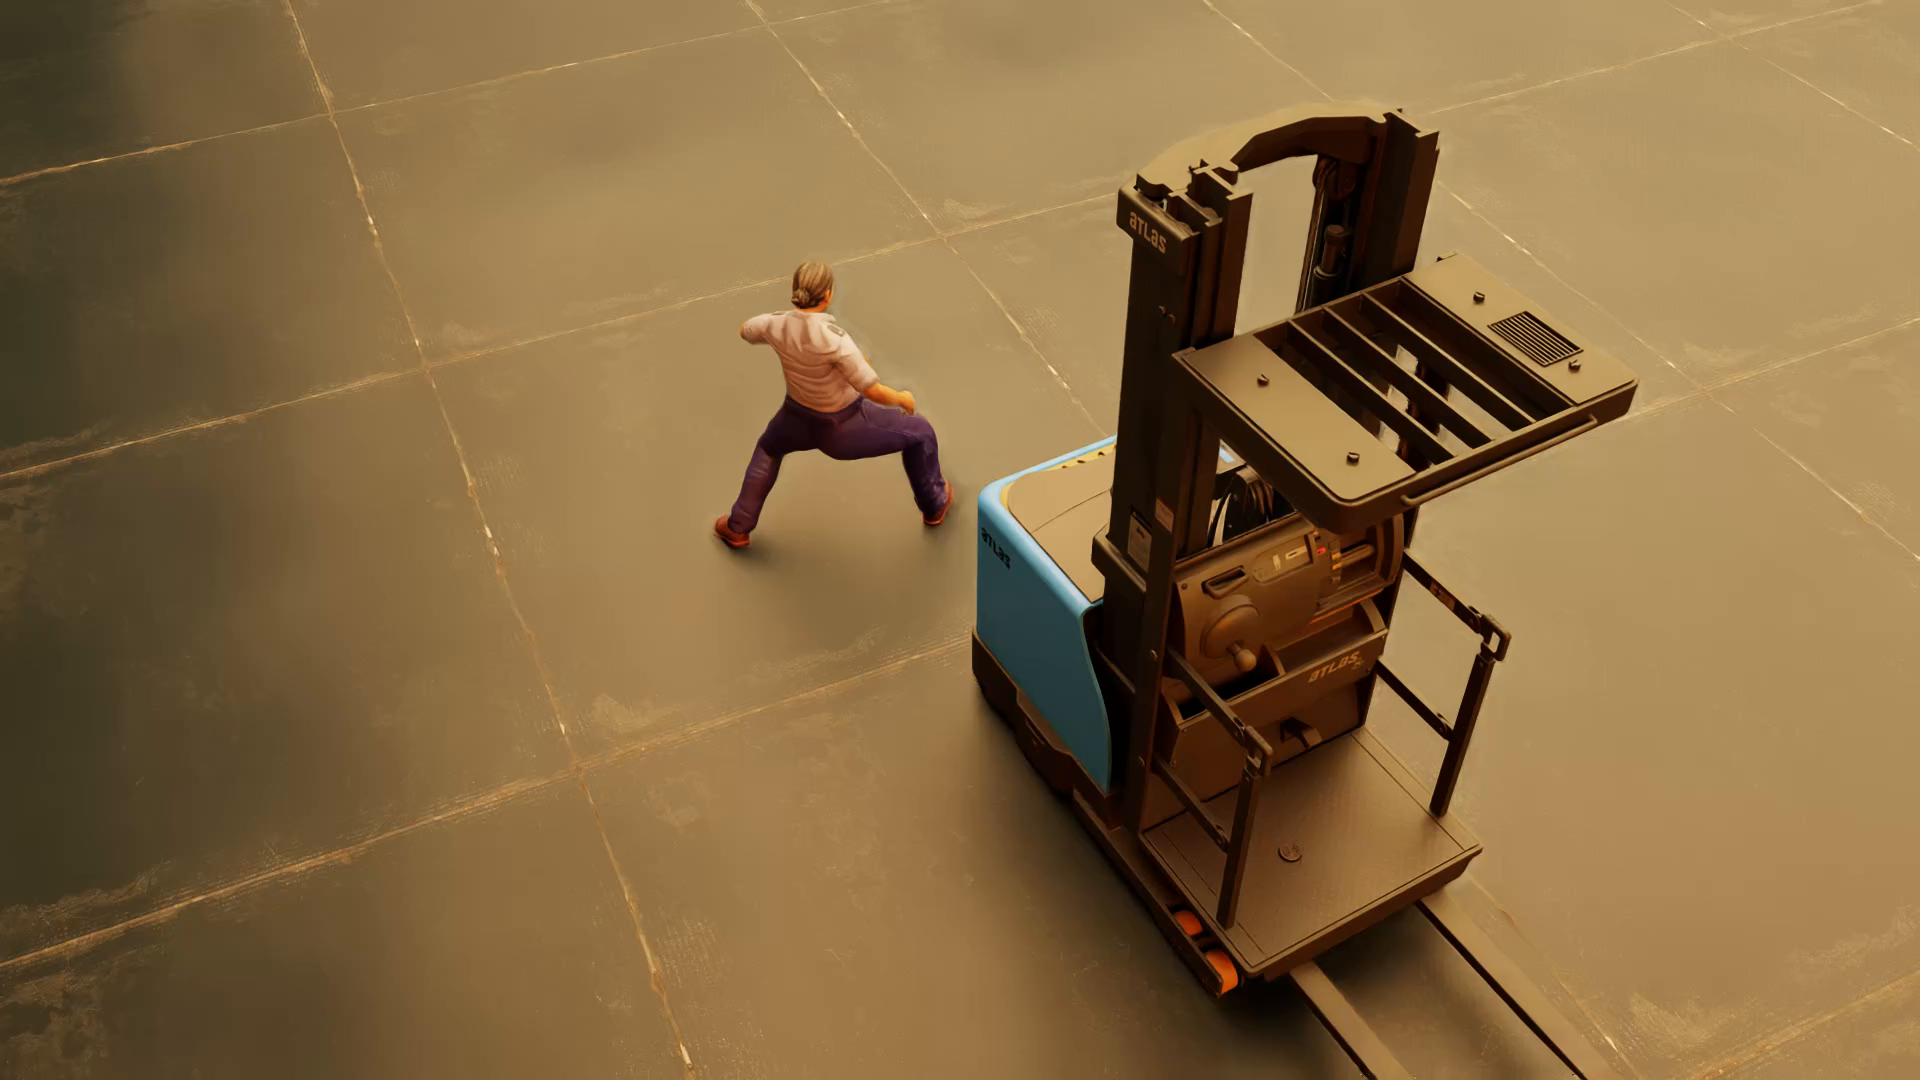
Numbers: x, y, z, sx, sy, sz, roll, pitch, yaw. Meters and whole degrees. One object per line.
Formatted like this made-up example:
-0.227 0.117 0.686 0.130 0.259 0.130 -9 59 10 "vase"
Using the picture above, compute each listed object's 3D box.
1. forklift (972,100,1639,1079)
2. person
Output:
1.225 0.216 5.449 1.130 2.935 3.031 -22 47 -21 "forklift"
-0.599 -0.630 7.454 0.966 1.518 0.862 21 47 21 "person"
